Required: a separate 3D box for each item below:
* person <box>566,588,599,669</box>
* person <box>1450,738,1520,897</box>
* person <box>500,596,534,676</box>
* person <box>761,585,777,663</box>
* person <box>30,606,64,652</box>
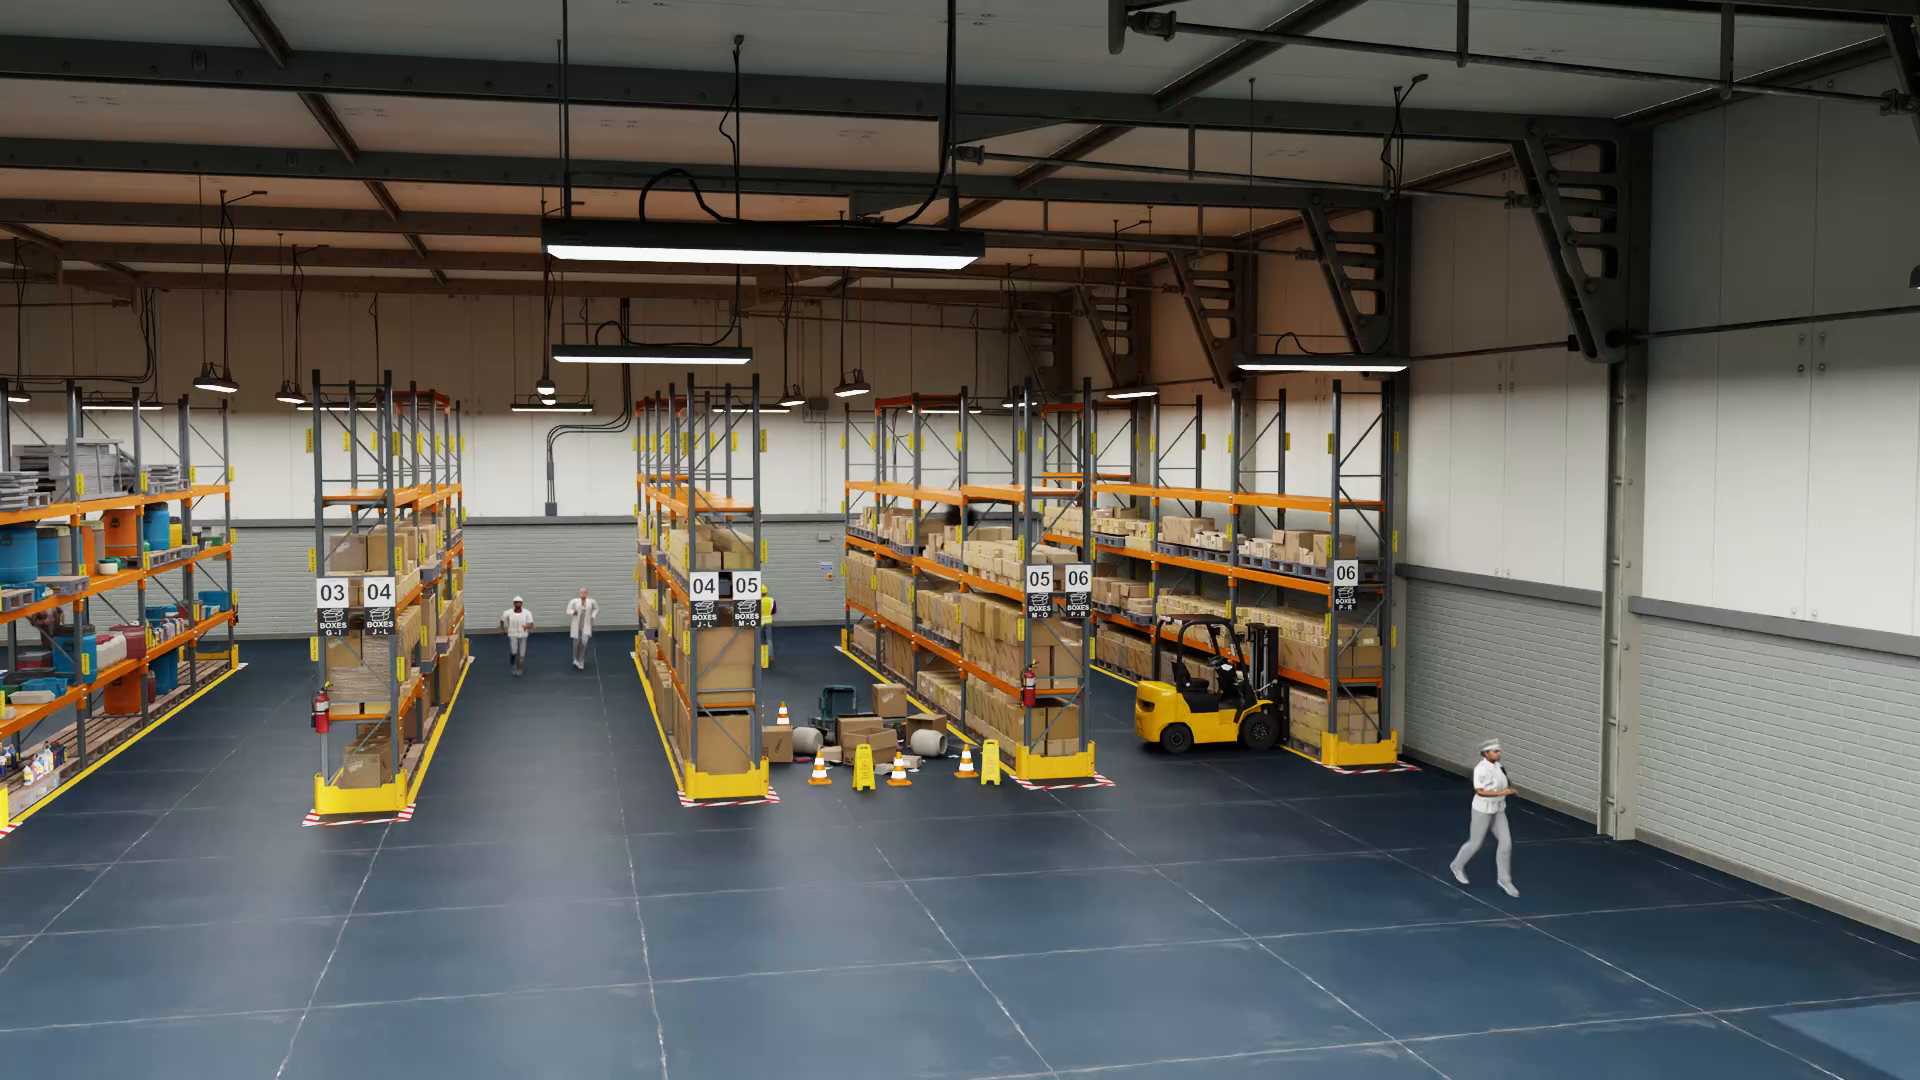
[{"bbox_3d":[-8.444,1.986,37.199,0.707,1.844,0.826,-1,3,-10],"label":"person"},{"bbox_3d":[5.888,3.070,18.639,0.579,1.750,0.817,-2,4,-36],"label":"person"},{"bbox_3d":[-9.474,2.064,35.609,0.681,1.721,0.637,-1,4,-20],"label":"person"},{"bbox_3d":[-4.437,1.946,37.617,0.689,1.840,0.810,-2,4,-26],"label":"person"},{"bbox_3d":[-19.823,2.054,36.215,0.764,1.722,0.715,-3,4,-38],"label":"person"}]
